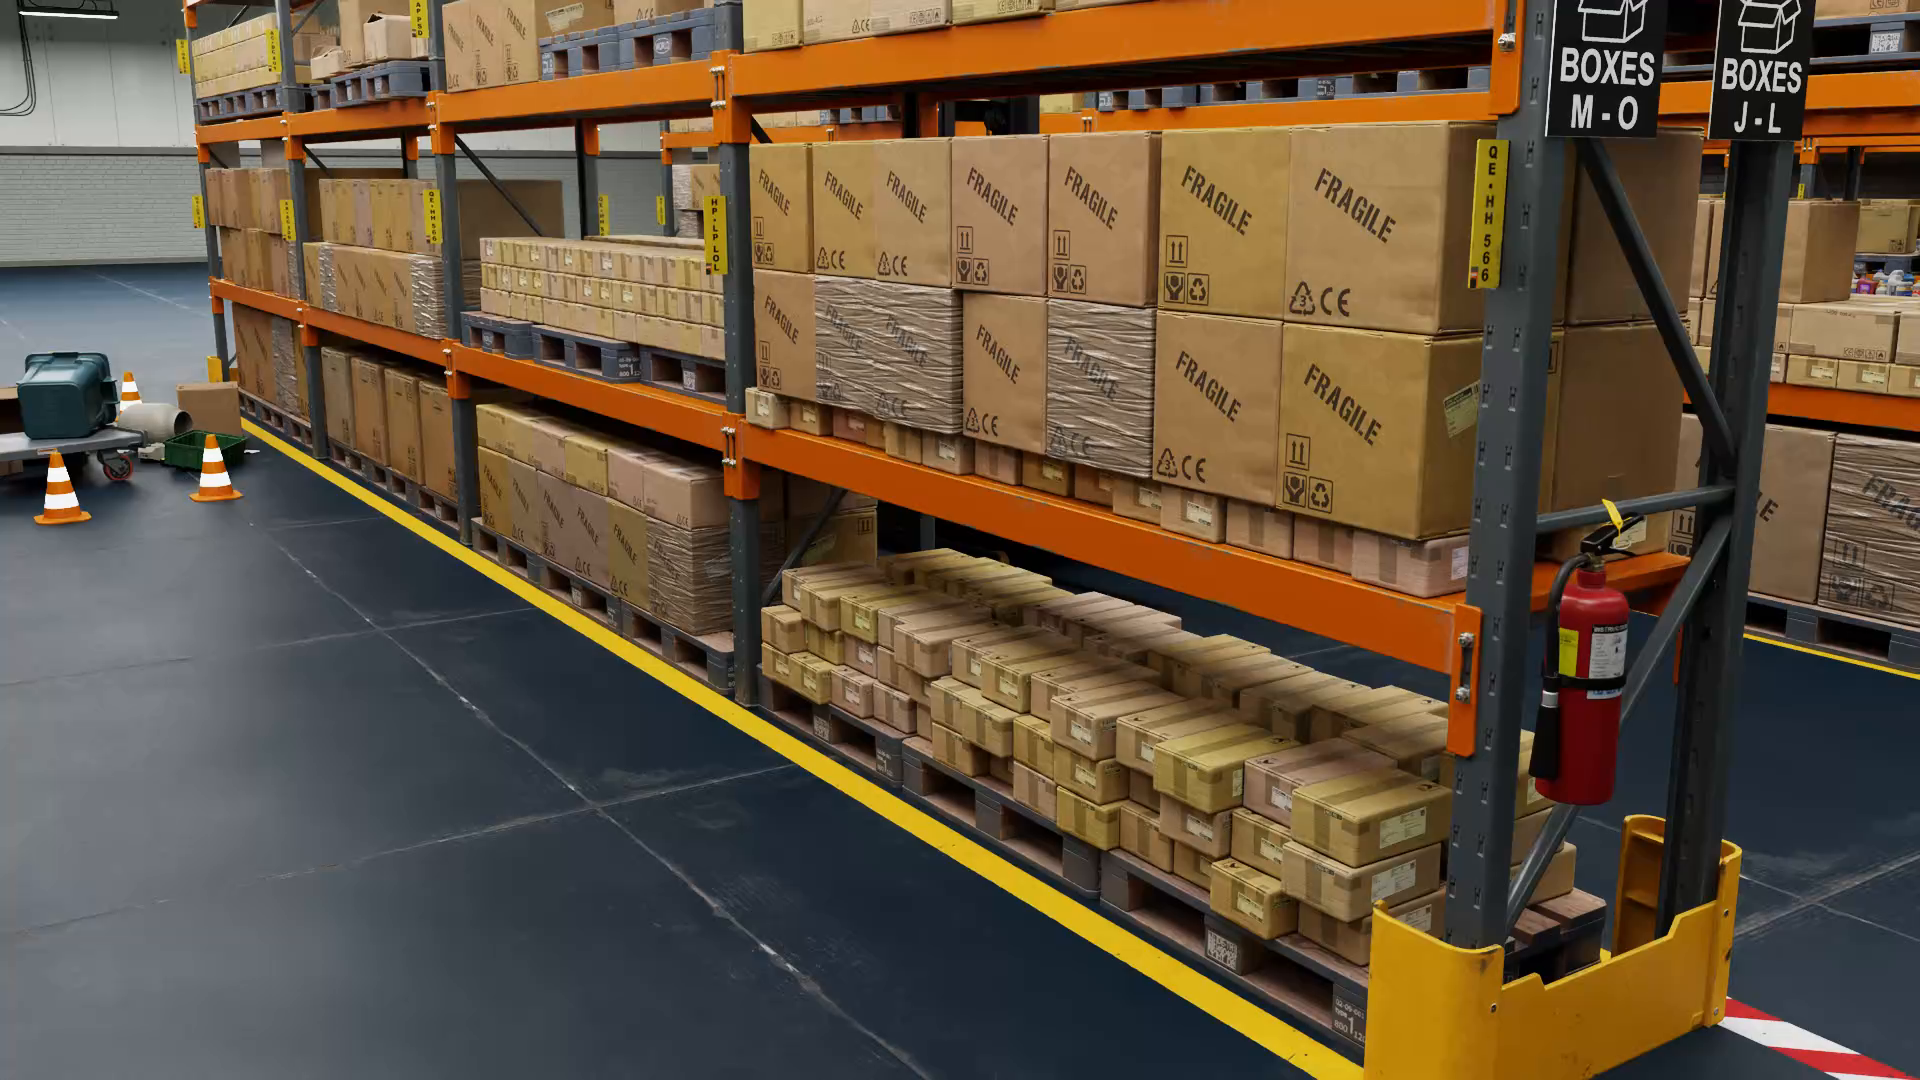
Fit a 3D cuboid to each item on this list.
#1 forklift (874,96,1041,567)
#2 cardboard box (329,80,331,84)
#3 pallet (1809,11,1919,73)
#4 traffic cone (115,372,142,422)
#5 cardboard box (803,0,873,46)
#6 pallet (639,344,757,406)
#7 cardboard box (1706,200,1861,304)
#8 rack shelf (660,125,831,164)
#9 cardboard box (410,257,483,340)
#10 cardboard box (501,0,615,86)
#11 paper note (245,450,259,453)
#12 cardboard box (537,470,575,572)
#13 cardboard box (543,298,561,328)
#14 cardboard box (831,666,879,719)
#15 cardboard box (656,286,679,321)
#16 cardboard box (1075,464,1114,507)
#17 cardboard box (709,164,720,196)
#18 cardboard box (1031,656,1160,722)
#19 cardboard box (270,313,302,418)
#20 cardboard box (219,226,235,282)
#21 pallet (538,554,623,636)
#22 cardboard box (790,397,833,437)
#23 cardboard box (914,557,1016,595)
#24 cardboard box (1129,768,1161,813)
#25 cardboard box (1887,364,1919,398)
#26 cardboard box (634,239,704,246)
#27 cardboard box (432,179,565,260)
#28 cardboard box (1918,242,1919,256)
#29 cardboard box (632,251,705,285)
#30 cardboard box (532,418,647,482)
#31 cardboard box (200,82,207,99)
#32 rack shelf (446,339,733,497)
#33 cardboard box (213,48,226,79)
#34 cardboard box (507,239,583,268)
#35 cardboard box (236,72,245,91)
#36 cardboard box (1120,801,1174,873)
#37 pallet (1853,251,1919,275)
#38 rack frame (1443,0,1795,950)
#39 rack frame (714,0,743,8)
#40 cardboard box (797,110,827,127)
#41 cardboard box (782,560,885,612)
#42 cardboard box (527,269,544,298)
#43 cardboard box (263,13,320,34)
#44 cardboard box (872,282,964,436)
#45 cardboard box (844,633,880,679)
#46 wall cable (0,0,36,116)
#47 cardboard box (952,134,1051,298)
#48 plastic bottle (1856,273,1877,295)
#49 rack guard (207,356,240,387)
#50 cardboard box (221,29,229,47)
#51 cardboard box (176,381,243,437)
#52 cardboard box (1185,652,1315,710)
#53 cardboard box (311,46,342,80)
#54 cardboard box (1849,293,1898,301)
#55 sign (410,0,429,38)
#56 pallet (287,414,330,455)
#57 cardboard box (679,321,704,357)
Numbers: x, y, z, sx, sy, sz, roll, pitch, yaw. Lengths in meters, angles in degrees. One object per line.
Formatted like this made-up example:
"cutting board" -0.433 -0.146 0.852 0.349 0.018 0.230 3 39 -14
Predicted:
"forklift" 0.411 -1.330 10.083 1.130 2.935 3.031 -10 16 -40
"cardboard box" -5.337 -4.038 14.655 0.380 0.149 0.250 -8 15 -34
"pallet" 4.736 -2.406 8.030 1.003 0.211 1.213 -8 15 -33
"traffic cone" -8.102 -1.411 16.231 0.336 0.463 0.334 -8 15 -33
"cardboard box" -0.243 -1.969 6.175 0.500 0.250 0.500 -8 15 -34
"pallet" -0.868 -0.838 8.122 1.003 0.211 1.213 -8 15 -33
"cardboard box" 4.231 -1.490 8.554 0.500 0.500 0.500 -9 15 -35
"rack shelf" -1.921 -4.240 17.893 1.077 0.370 4.000 -8 15 -33
"cardboard box" -3.255 -1.587 10.864 0.500 0.500 0.500 -8 15 -33
"cardboard box" -2.122 -2.695 8.908 0.500 0.500 0.500 -8 15 -33
"paper note" -6.124 -0.764 14.281 0.142 0.020 0.147 4 13 16
"cardboard box" -2.032 -0.138 9.341 0.500 0.500 0.500 -9 15 -34
"cardboard box" -2.103 -1.278 9.292 0.380 0.149 0.250 -8 14 -31
"cardboard box" -0.303 0.597 6.800 0.380 0.149 0.250 -8 15 -33
"cardboard box" -1.232 -1.145 7.985 0.380 0.149 0.250 -7 14 -30
"cardboard box" 0.595 -0.209 5.382 0.380 0.149 0.250 -9 15 -35
"cardboard box" -2.402 -3.856 18.202 0.500 0.500 0.500 -8 15 -33
"cardboard box" 0.466 0.528 5.722 0.380 0.149 0.250 -9 15 -35
"cardboard box" -5.790 -1.649 15.370 0.875 0.875 0.875 -8 15 -32
"cardboard box" -6.971 -2.925 16.867 0.875 0.550 0.550 -8 15 -33
"pallet" -1.678 0.228 9.324 1.003 0.211 1.213 -8 15 -33
"cardboard box" -0.476 -0.530 6.851 0.380 0.149 0.250 -8 14 -31
"cardboard box" 0.023 0.191 7.262 0.380 0.149 0.250 -8 15 -32
"cardboard box" 0.768 0.763 5.347 0.380 0.149 0.250 -8 15 -33
"cardboard box" 4.653 -0.766 7.929 0.380 0.149 0.250 -8 15 -33
"cardboard box" -1.695 -1.692 9.788 0.380 0.149 0.250 -8 14 -31
"cardboard box" -3.022 -2.108 10.907 0.700 0.500 0.500 -8 15 -33
"cardboard box" 10.443 -3.201 17.262 0.700 0.500 0.500 -5 13 -22
"cardboard box" -1.387 -1.341 8.183 0.380 0.149 0.250 -8 15 -33
"cardboard box" -2.056 -0.509 9.283 0.500 0.250 0.500 -8 15 -32
"cardboard box" -7.149 -4.365 16.152 0.380 0.149 0.250 -8 15 -32
"rack shelf" -1.673 -0.783 9.104 1.077 0.370 4.000 -8 15 -33
"cardboard box" -6.598 -4.408 15.415 0.500 0.250 0.500 -8 15 -33
"cardboard box" -2.403 -1.666 9.673 0.380 0.149 0.250 -8 15 -33
"cardboard box" -6.173 -4.051 14.716 0.380 0.149 0.250 -8 15 -33
"cardboard box" 0.737 0.918 5.332 0.380 0.149 0.250 -8 15 -32
"pallet" 10.087 -3.025 18.123 1.213 0.211 1.003 -8 15 -33
"rack frame" 1.651 -0.067 4.148 1.000 3.000 0.127 -8 15 -33
"rack frame" -0.565 -3.709 6.760 1.000 3.000 0.127 -8 15 -33
"cardboard box" -1.282 -4.213 16.435 0.500 0.250 0.500 -7 14 -31
"cardboard box" -0.547 0.204 7.205 0.380 0.149 0.250 -7 14 -30
"cardboard box" -2.238 -1.468 9.463 0.380 0.149 0.250 -8 15 -33
"cardboard box" -5.466 -4.215 13.598 0.380 0.149 0.250 -8 15 -33
"cardboard box" 0.029 -0.674 5.992 0.500 0.500 0.500 -8 15 -34
"cardboard box" -0.251 0.439 6.825 0.380 0.149 0.250 -8 15 -33
"wall cable" -25.014 -13.219 42.286 2.305 6.003 0.169 -8 15 -33
"cardboard box" 0.318 -1.077 5.495 0.500 0.500 0.500 -9 15 -35
"plastic bottle" 7.089 -1.945 13.006 0.061 0.283 0.133 -8 15 -33
"rack guard" -7.227 -1.696 17.447 1.175 0.500 0.348 -8 15 -33
"cardboard box" -6.449 -4.530 15.040 0.380 0.149 0.250 -8 15 -32
"cardboard box" -6.712 -1.136 14.881 0.500 0.500 0.500 -5 13 -23
"cardboard box" 1.006 0.517 5.775 0.380 0.149 0.250 -7 14 -31
"cardboard box" -4.871 -3.718 12.919 0.258 0.266 0.396 -8 15 -34
"cardboard box" 4.655 -1.190 8.936 0.500 0.250 0.500 -8 15 -32
"sign" -3.248 -3.182 9.976 0.100 0.325 0.005 -8 15 -33
"pallet" -5.354 -0.984 14.866 1.003 0.211 1.213 -8 15 -33
"cardboard box" -1.095 -0.954 7.810 0.380 0.149 0.250 -8 15 -32
